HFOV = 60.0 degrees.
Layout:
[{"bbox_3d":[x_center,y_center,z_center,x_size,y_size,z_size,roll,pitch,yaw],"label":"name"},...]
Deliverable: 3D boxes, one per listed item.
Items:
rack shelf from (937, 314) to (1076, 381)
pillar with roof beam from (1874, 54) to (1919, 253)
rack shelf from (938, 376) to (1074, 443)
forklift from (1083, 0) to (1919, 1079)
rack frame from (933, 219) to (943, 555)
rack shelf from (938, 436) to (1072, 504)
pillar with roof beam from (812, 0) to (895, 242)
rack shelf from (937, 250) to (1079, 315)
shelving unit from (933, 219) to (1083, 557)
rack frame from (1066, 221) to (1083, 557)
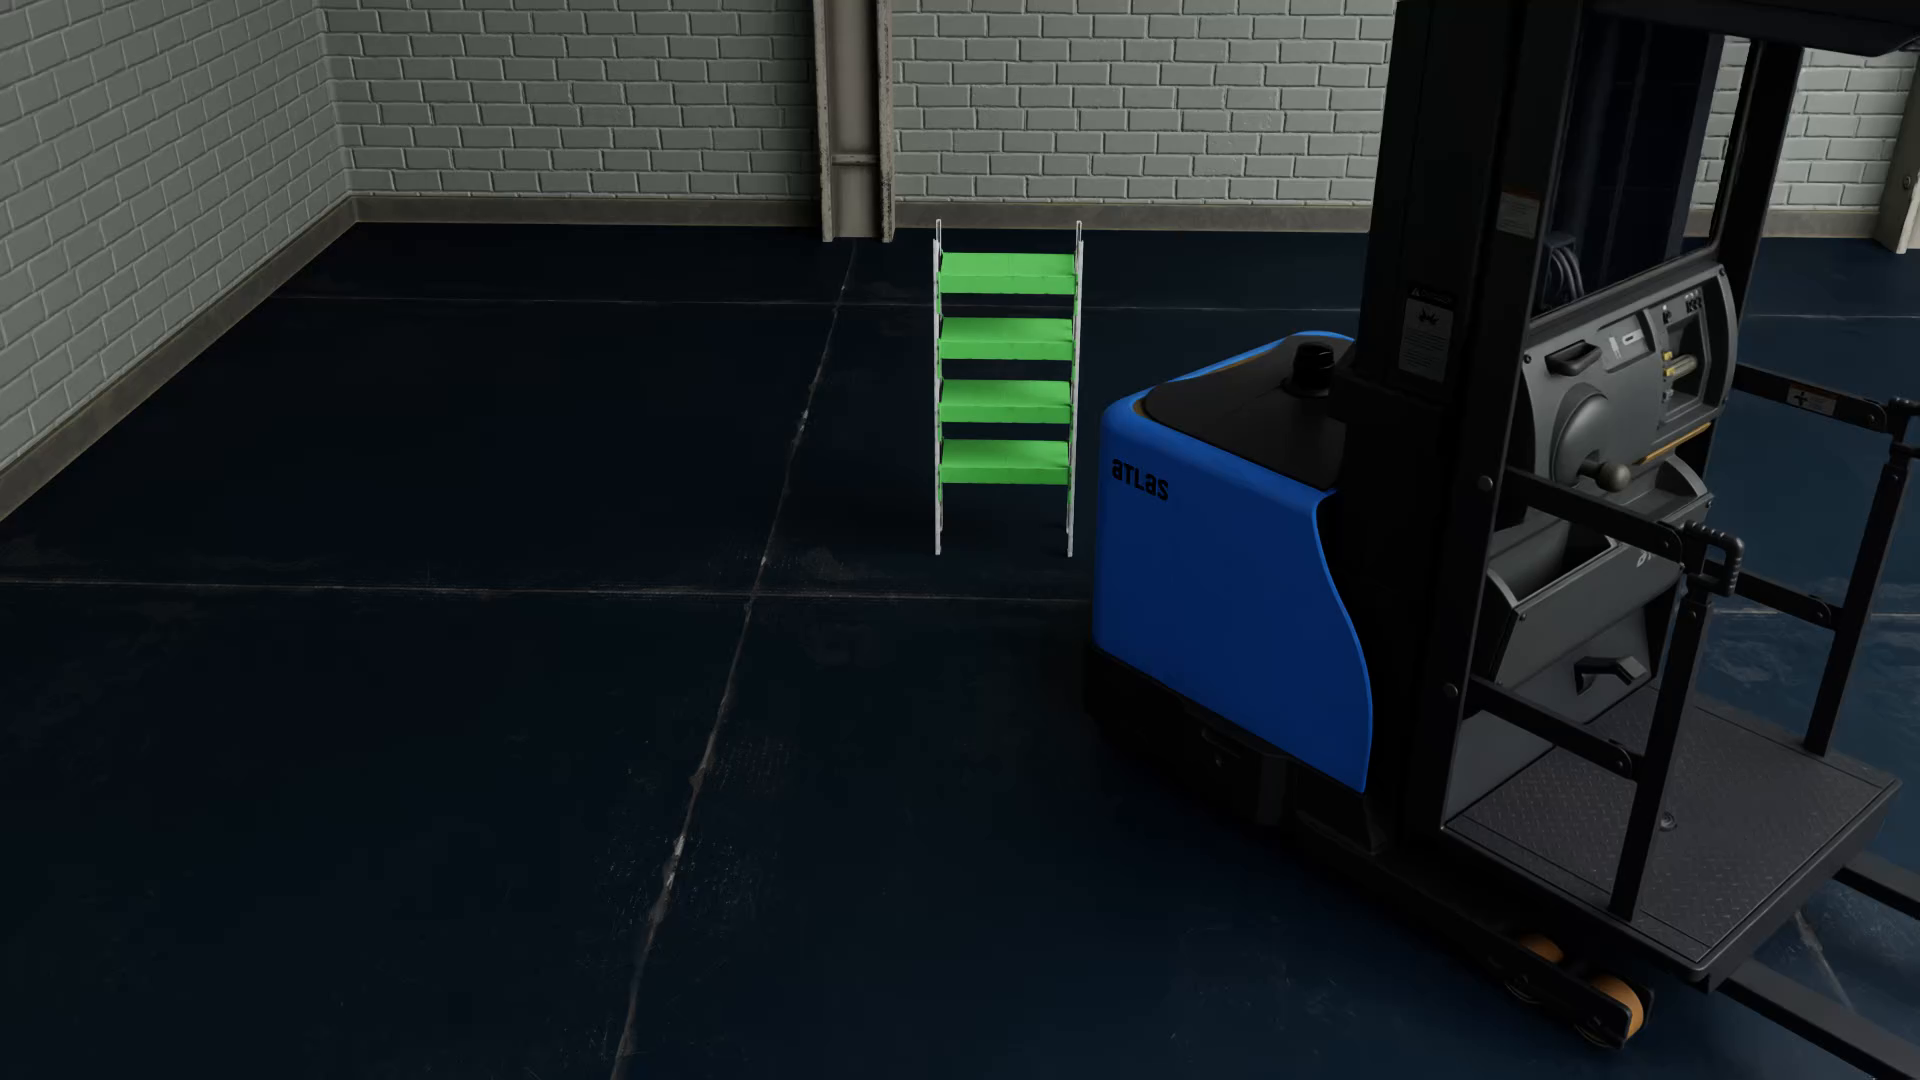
[{"bbox_3d":[0.165,-0.683,5.881,0.480,0.148,0.258,1,28,2],"label":"rack shelf"},{"bbox_3d":[5.263,-3.627,3.484,0.400,9.000,9.100,1,28,2],"label":"pillar with roof beam"},{"bbox_3d":[0.165,-0.471,5.994,0.480,0.148,0.258,1,28,2],"label":"rack shelf"},{"bbox_3d":[1.730,-0.357,3.793,1.130,2.935,3.031,-22,35,-36],"label":"forklift"},{"bbox_3d":[-0.078,-0.531,5.971,0.015,1.200,0.240,1,28,2],"label":"rack frame"},{"bbox_3d":[0.165,-0.259,6.106,0.480,0.148,0.258,1,28,2],"label":"rack shelf"},{"bbox_3d":[-0.733,-3.726,3.671,0.400,9.000,9.100,1,28,2],"label":"pillar with roof beam"},{"bbox_3d":[0.165,-0.895,5.769,0.480,0.148,0.258,1,28,2],"label":"rack shelf"},{"bbox_3d":[0.165,-0.527,5.964,0.503,1.200,0.258,1,28,2],"label":"shelving unit"},{"bbox_3d":[0.409,-0.523,5.956,0.015,1.200,0.240,1,28,2],"label":"rack frame"}]
